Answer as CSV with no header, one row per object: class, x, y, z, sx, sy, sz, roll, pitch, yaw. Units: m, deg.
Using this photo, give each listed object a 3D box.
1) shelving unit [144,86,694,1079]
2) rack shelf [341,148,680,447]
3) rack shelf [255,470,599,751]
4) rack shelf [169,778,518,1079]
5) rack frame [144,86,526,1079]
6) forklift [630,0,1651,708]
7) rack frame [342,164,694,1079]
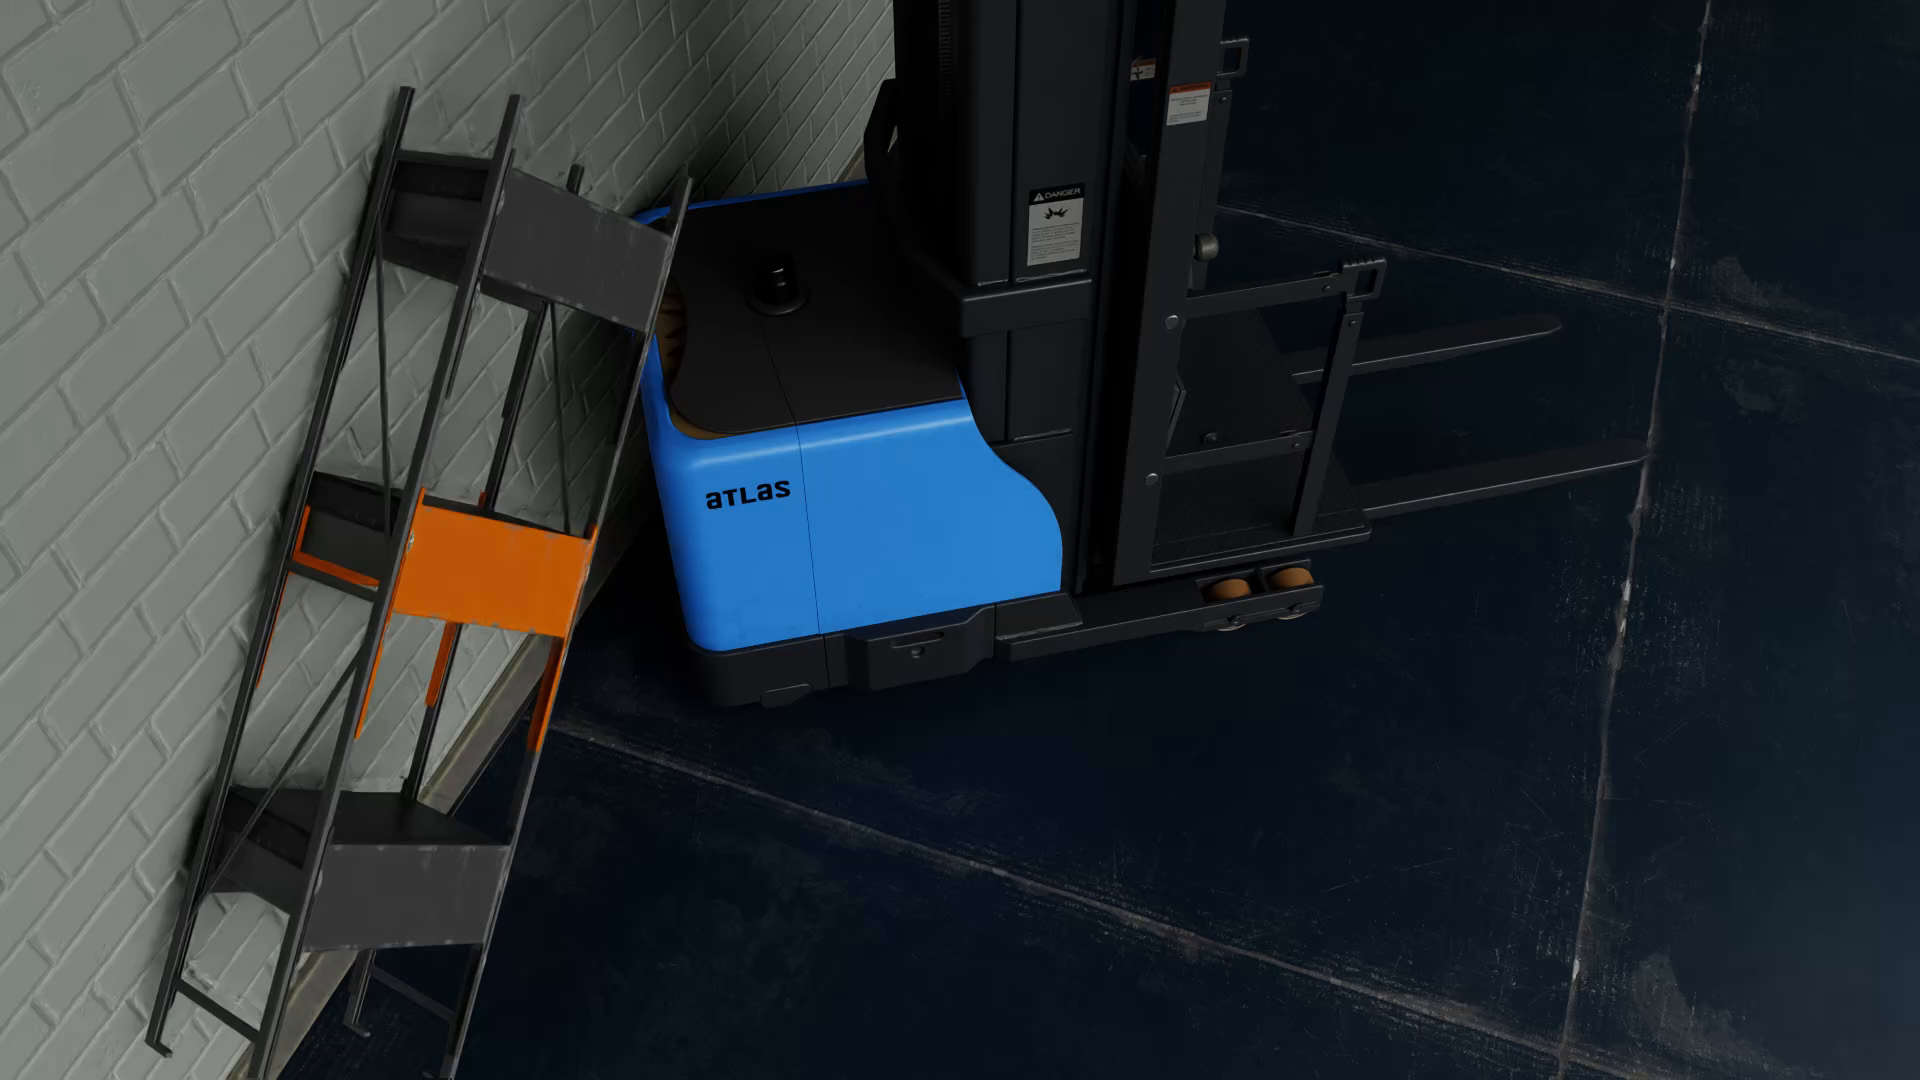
shelving unit,-1.161,0.127,3.621,0.431,0.503,2.100,14,89,35
rack shelf,-0.986,-0.536,3.629,0.431,0.480,0.518,14,89,35
rack shelf,-1.165,0.141,3.621,0.431,0.480,0.518,14,89,35
rack shelf,-1.343,0.817,3.613,0.431,0.480,0.518,14,89,35
rack frame,-1.297,0.089,3.422,0.400,0.015,2.100,14,89,35
forklift,0.609,-1.067,4.235,3.031,2.935,1.130,-10,50,-9
rack frame,-1.026,0.165,3.820,0.400,0.015,2.100,14,89,35
